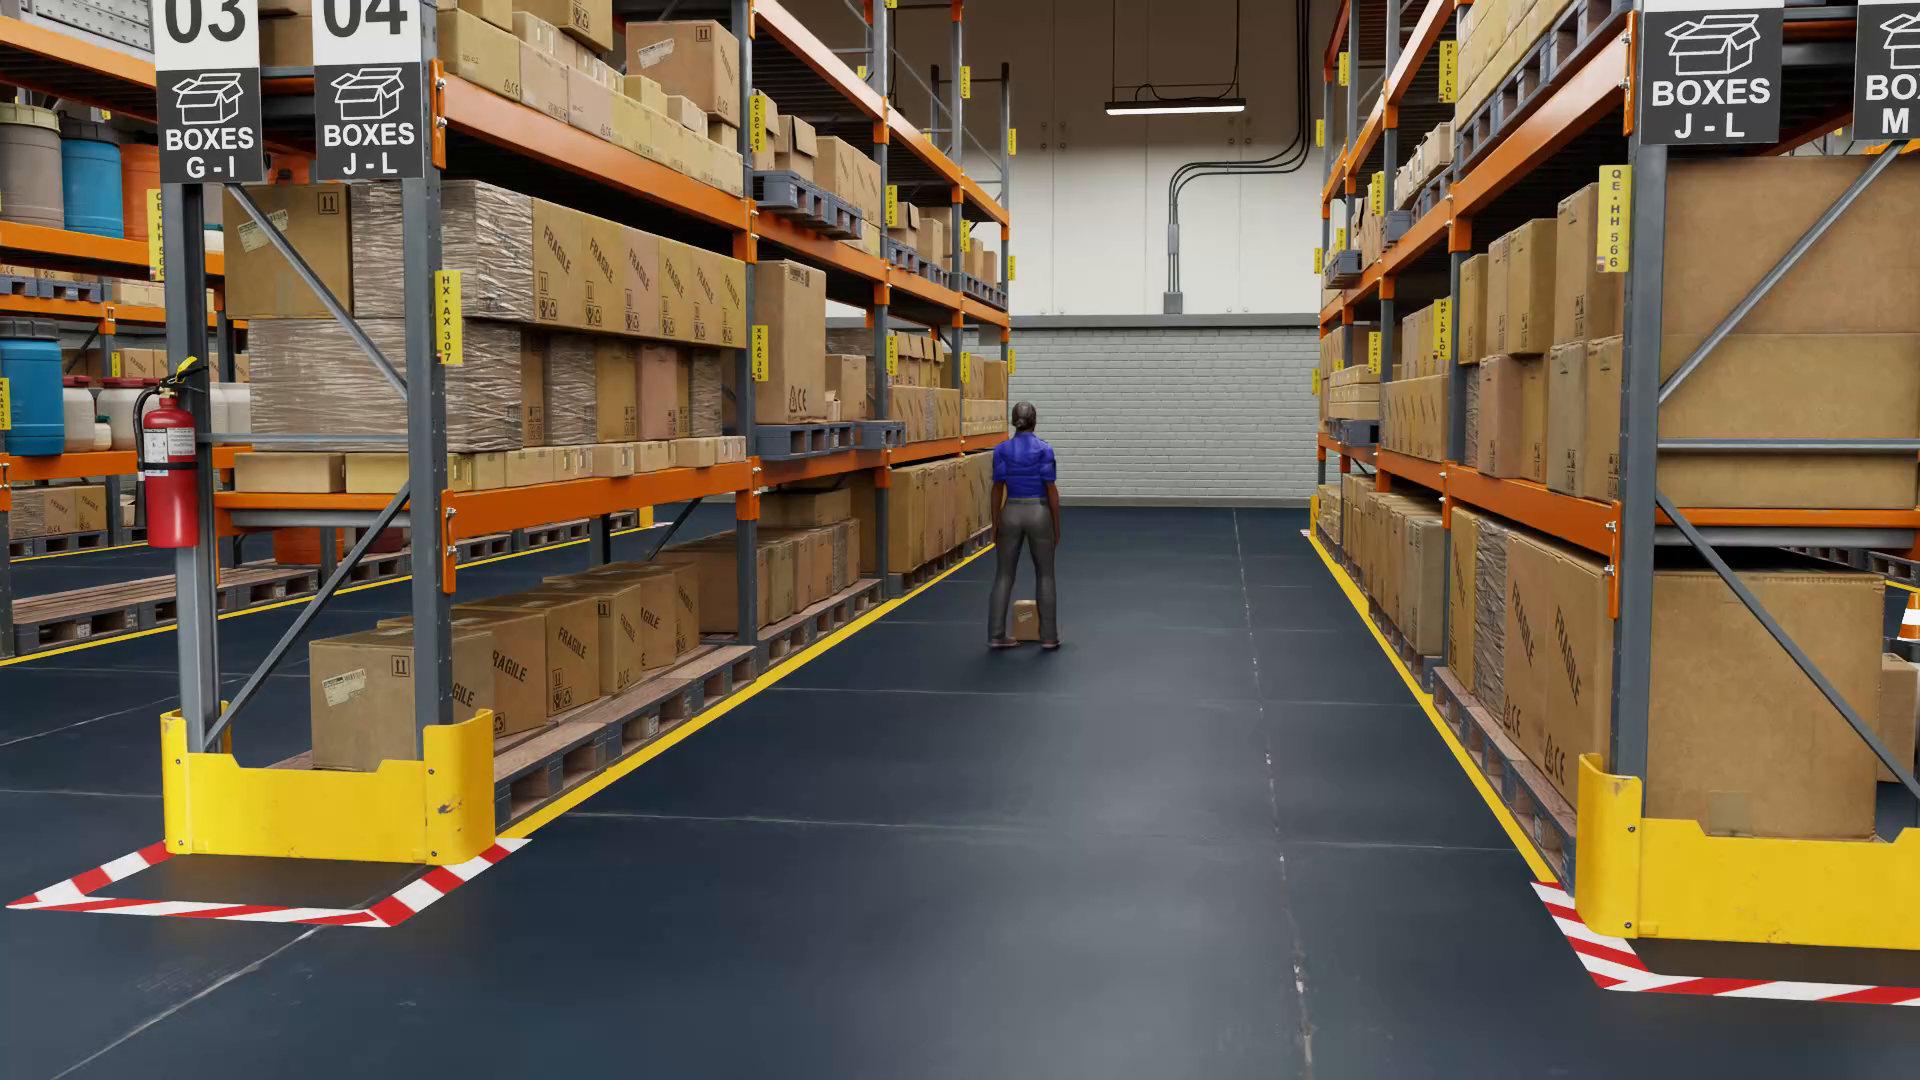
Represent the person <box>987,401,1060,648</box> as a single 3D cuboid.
[{"bbox_3d":[0.440,-0.103,11.160,0.468,1.656,0.362,1,5,15],"label":"person"}]
